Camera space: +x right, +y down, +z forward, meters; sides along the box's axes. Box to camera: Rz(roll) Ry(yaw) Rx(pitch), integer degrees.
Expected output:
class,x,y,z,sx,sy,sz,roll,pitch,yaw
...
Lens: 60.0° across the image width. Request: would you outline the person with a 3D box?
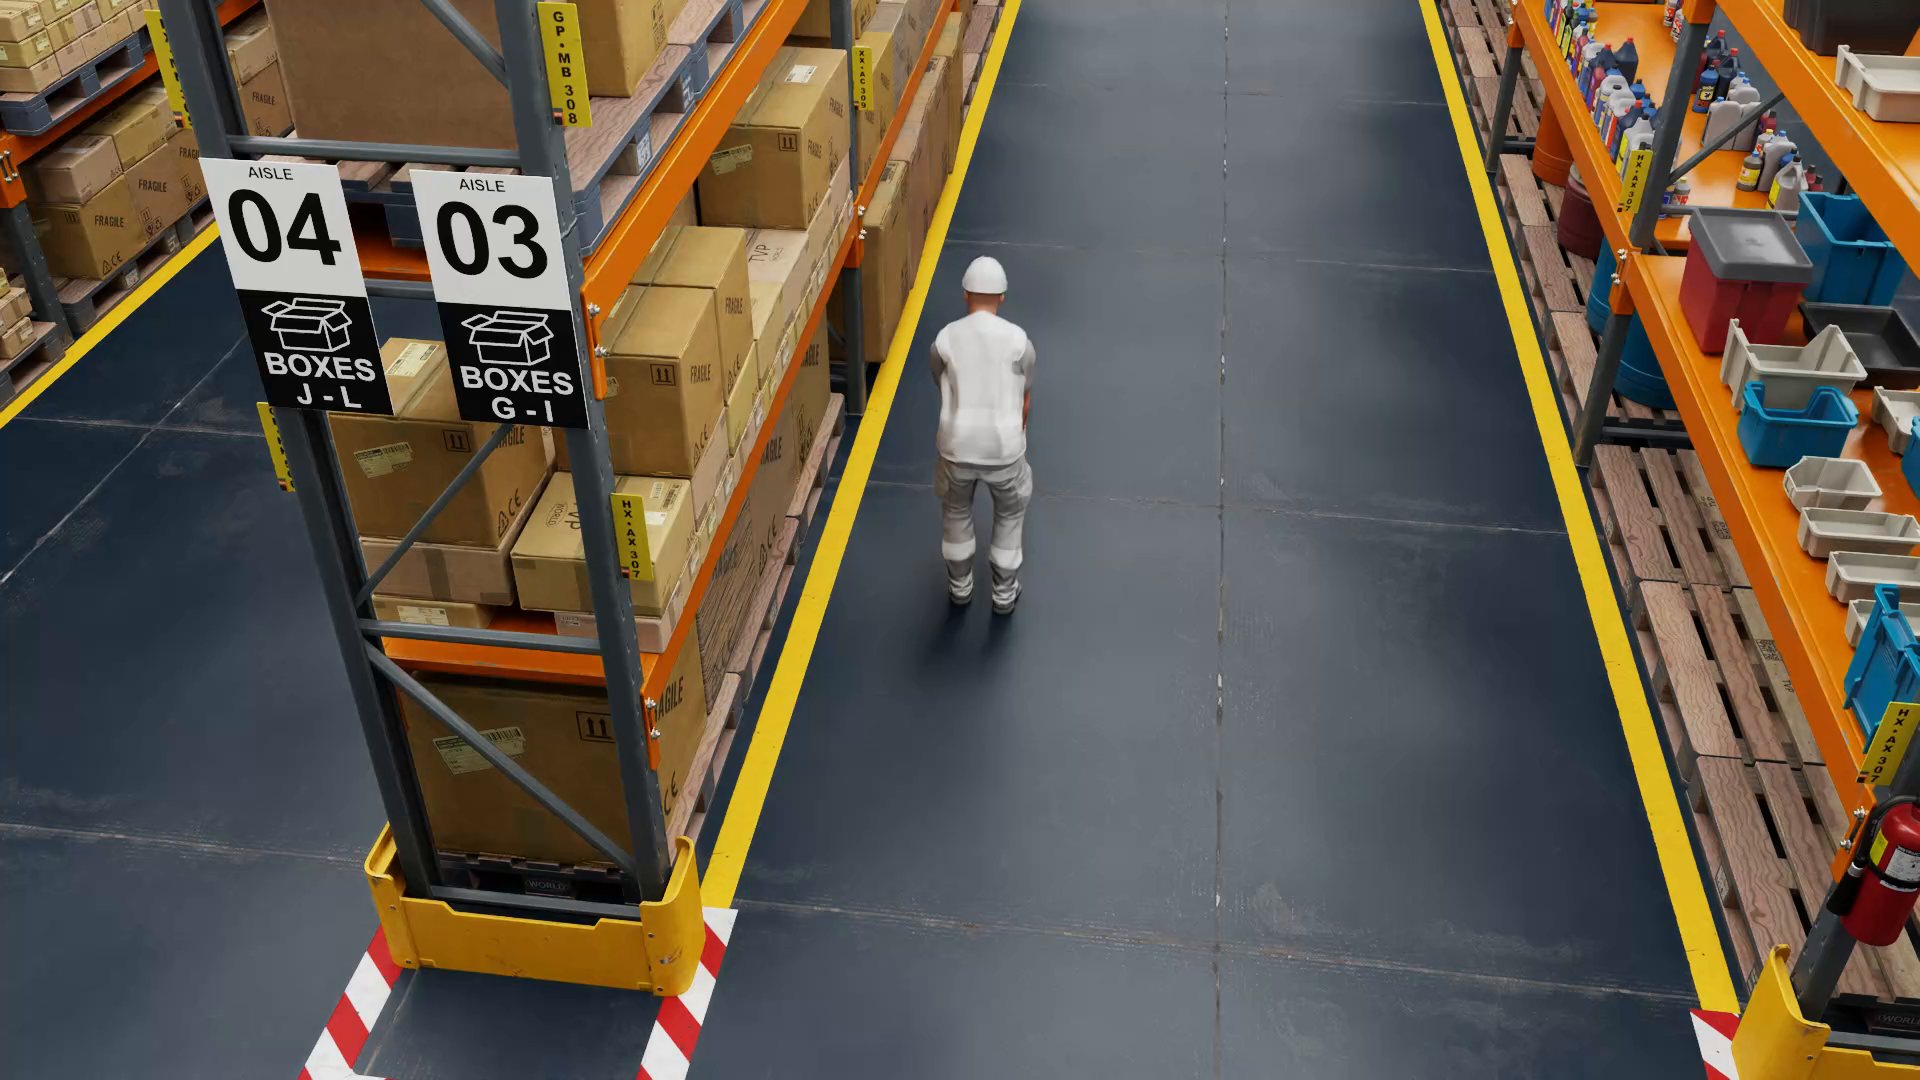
class,x,y,z,sx,sy,sz,roll,pitch,yaw
person,0.102,-0.466,7.739,0.490,1.701,0.639,4,36,5
